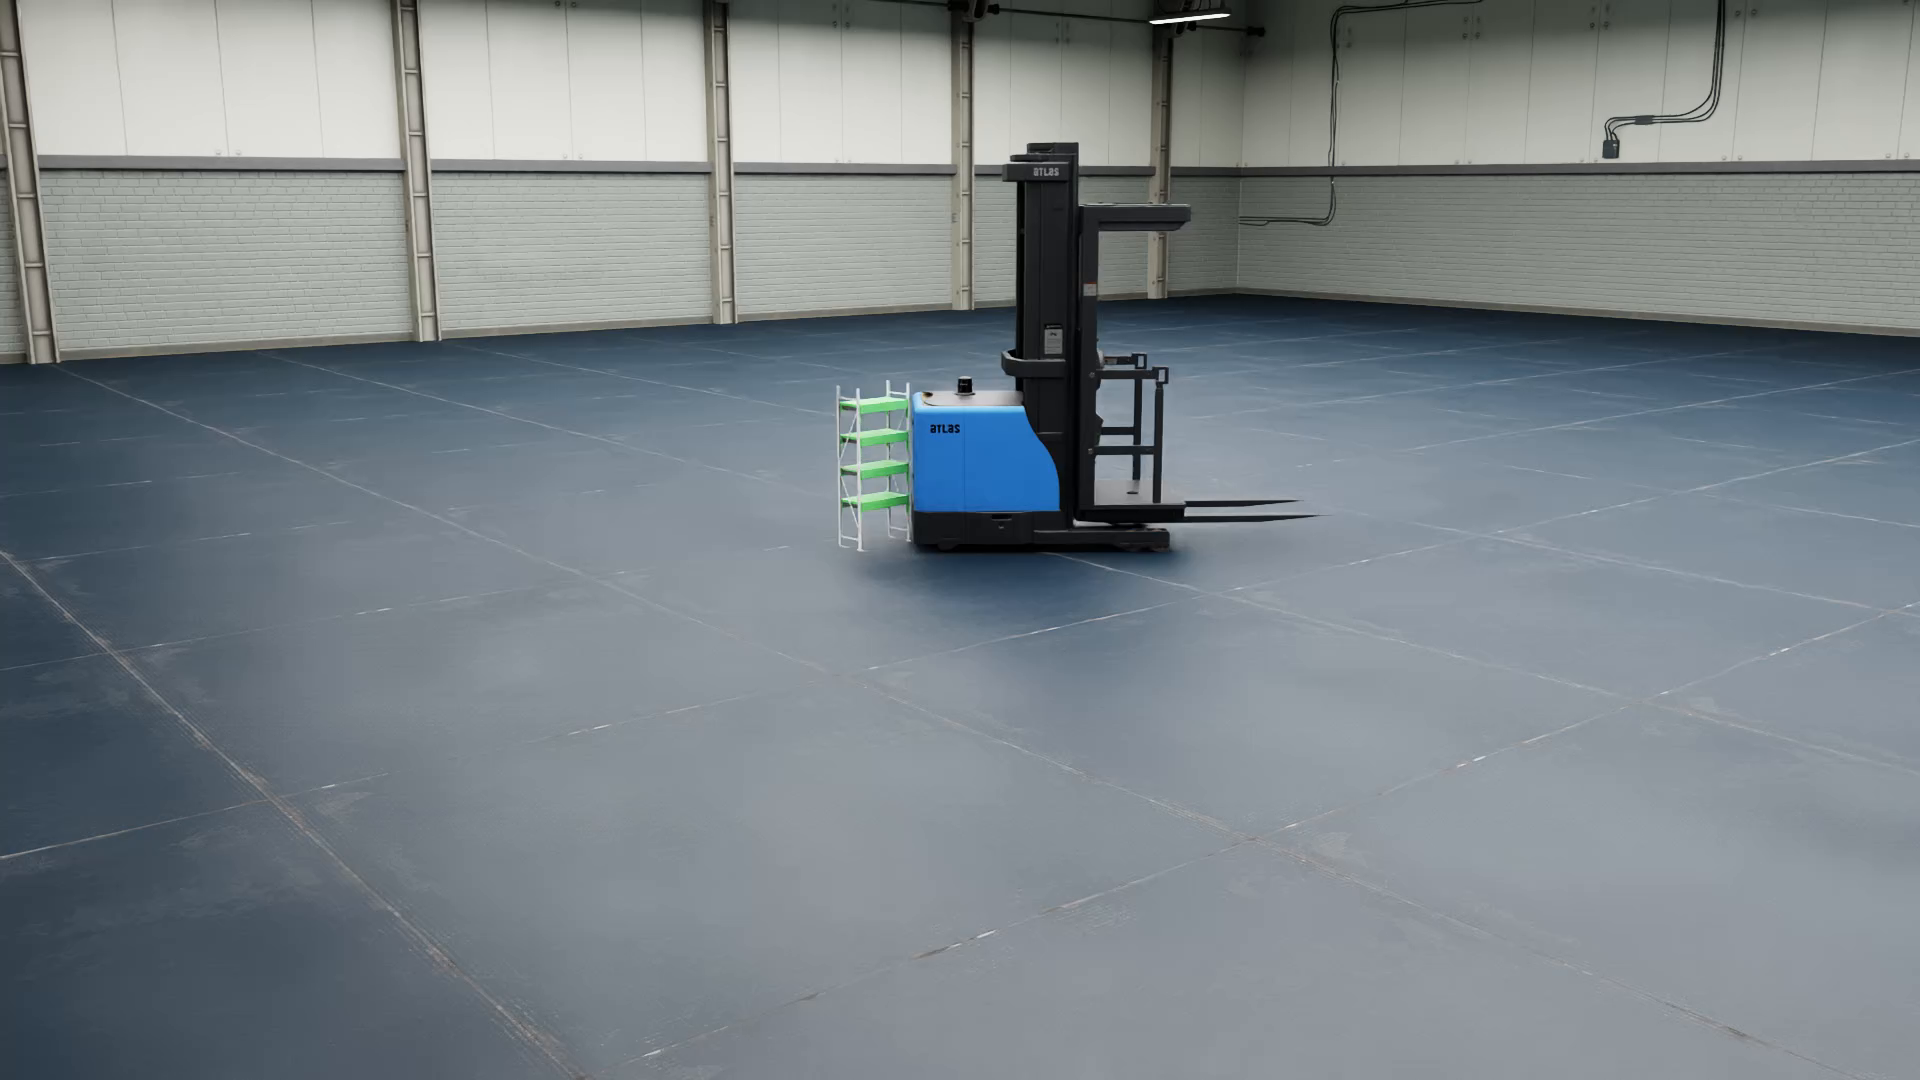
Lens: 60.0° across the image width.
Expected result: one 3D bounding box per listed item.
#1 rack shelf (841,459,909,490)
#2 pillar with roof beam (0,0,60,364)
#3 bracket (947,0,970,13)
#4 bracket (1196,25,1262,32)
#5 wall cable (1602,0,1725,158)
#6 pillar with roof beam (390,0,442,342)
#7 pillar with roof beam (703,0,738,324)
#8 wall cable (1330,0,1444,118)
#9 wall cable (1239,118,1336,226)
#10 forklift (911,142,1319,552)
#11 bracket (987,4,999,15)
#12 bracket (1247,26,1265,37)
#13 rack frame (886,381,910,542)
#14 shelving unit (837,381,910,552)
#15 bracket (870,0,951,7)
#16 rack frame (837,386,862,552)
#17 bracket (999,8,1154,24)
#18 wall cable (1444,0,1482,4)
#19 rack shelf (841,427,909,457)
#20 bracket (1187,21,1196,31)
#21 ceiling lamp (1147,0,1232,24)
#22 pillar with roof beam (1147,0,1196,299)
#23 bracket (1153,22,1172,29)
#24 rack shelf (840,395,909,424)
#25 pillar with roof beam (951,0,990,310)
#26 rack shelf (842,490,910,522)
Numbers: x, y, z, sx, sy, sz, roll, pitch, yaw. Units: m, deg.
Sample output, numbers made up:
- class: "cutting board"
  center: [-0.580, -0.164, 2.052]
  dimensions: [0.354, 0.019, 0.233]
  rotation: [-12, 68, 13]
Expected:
- class: "rack shelf"
  center: [-0.638, -0.492, 12.366]
  dimensions: [0.480, 0.148, 0.258]
  rotation: [-11, 17, -43]
- class: "pillar with roof beam"
  center: [-11.304, -6.416, 21.178]
  dimensions: [0.400, 9.000, 9.100]
  rotation: [-9, 15, -38]
- class: "bracket"
  center: [-0.040, -11.099, 34.567]
  dimensions: [0.430, 0.232, 0.235]
  rotation: [-9, 15, -38]
- class: "bracket"
  center: [6.682, -12.216, 39.828]
  dimensions: [3.189, 0.066, 0.076]
  rotation: [-9, 15, -38]
- class: "wall cable"
  center: [13.792, -10.518, 32.308]
  dimensions: [0.169, 6.003, 2.305]
  rotation: [-9, 15, -38]
- class: "pillar with roof beam"
  center: [-6.619, -7.194, 24.844]
  dimensions: [0.400, 9.000, 9.100]
  rotation: [-9, 15, -38]
- class: "pillar with roof beam"
  center: [-1.934, -7.973, 28.511]
  dimensions: [0.548, 9.000, 9.100]
  rotation: [-9, 15, -38]
- class: "wall cable"
  center: [9.564, -10.909, 37.654]
  dimensions: [0.112, 2.526, 3.097]
  rotation: [-9, 15, -38]
- class: "wall cable"
  center: [7.874, -8.877, 40.245]
  dimensions: [0.112, 2.526, 3.097]
  rotation: [-9, 15, -38]
- class: "forklift"
  center: [1.152, -1.454, 12.420]
  dimensions: [3.031, 2.935, 1.130]
  rotation: [-1, 12, -3]
- class: "bracket"
  center: [0.608, -11.207, 35.074]
  dimensions: [0.430, 0.232, 0.235]
  rotation: [-9, 15, -38]
- class: "bracket"
  center: [7.144, -12.293, 40.189]
  dimensions: [0.430, 0.232, 0.235]
  rotation: [-9, 15, -38]
- class: "rack frame"
  center: [-0.464, -0.590, 12.520]
  dimensions: [0.015, 1.200, 0.240]
  rotation: [-11, 17, -43]
- class: "shelving unit"
  center: [-0.638, -0.555, 12.353]
  dimensions: [0.503, 1.200, 0.258]
  rotation: [-11, 17, -43]
- class: "bracket"
  center: [-2.052, -10.764, 32.992]
  dimensions: [4.783, 0.066, 0.076]
  rotation: [-9, 15, -38]
- class: "rack frame"
  center: [-0.813, -0.519, 12.186]
  dimensions: [0.015, 1.200, 0.240]
  rotation: [-11, 17, -43]
- class: "bracket"
  center: [2.633, -11.543, 36.659]
  dimensions: [4.783, 0.066, 0.076]
  rotation: [-9, 15, -38]
- class: "wall cable"
  center: [11.497, -12.632, 34.817]
  dimensions: [0.112, 2.526, 3.097]
  rotation: [-9, 15, -38]
- class: "rack shelf"
  center: [-0.638, -0.727, 12.316]
  dimensions: [0.480, 0.148, 0.258]
  rotation: [-11, 17, -43]
- class: "bracket"
  center: [5.293, -11.985, 38.740]
  dimensions: [0.430, 0.232, 0.235]
  rotation: [-9, 15, -38]
- class: "ceiling lamp"
  center: [4.697, -11.812, 32.536]
  dimensions: [0.800, 3.185, 2.000]
  rotation: [-9, 15, -38]
- class: "pillar with roof beam"
  center: [7.437, -9.530, 35.844]
  dimensions: [0.548, 9.000, 9.100]
  rotation: [-9, 15, -38]
- class: "bracket"
  center: [4.645, -11.877, 38.233]
  dimensions: [0.430, 0.232, 0.235]
  rotation: [-9, 15, -38]
- class: "rack shelf"
  center: [-0.638, -0.962, 12.267]
  dimensions: [0.480, 0.148, 0.258]
  rotation: [-11, 17, -43]
- class: "pillar with roof beam"
  center: [2.751, -8.751, 32.177]
  dimensions: [0.548, 9.000, 9.100]
  rotation: [-9, 15, -38]
- class: "rack shelf"
  center: [-0.638, -0.258, 12.416]
  dimensions: [0.480, 0.148, 0.258]
  rotation: [-11, 17, -43]
